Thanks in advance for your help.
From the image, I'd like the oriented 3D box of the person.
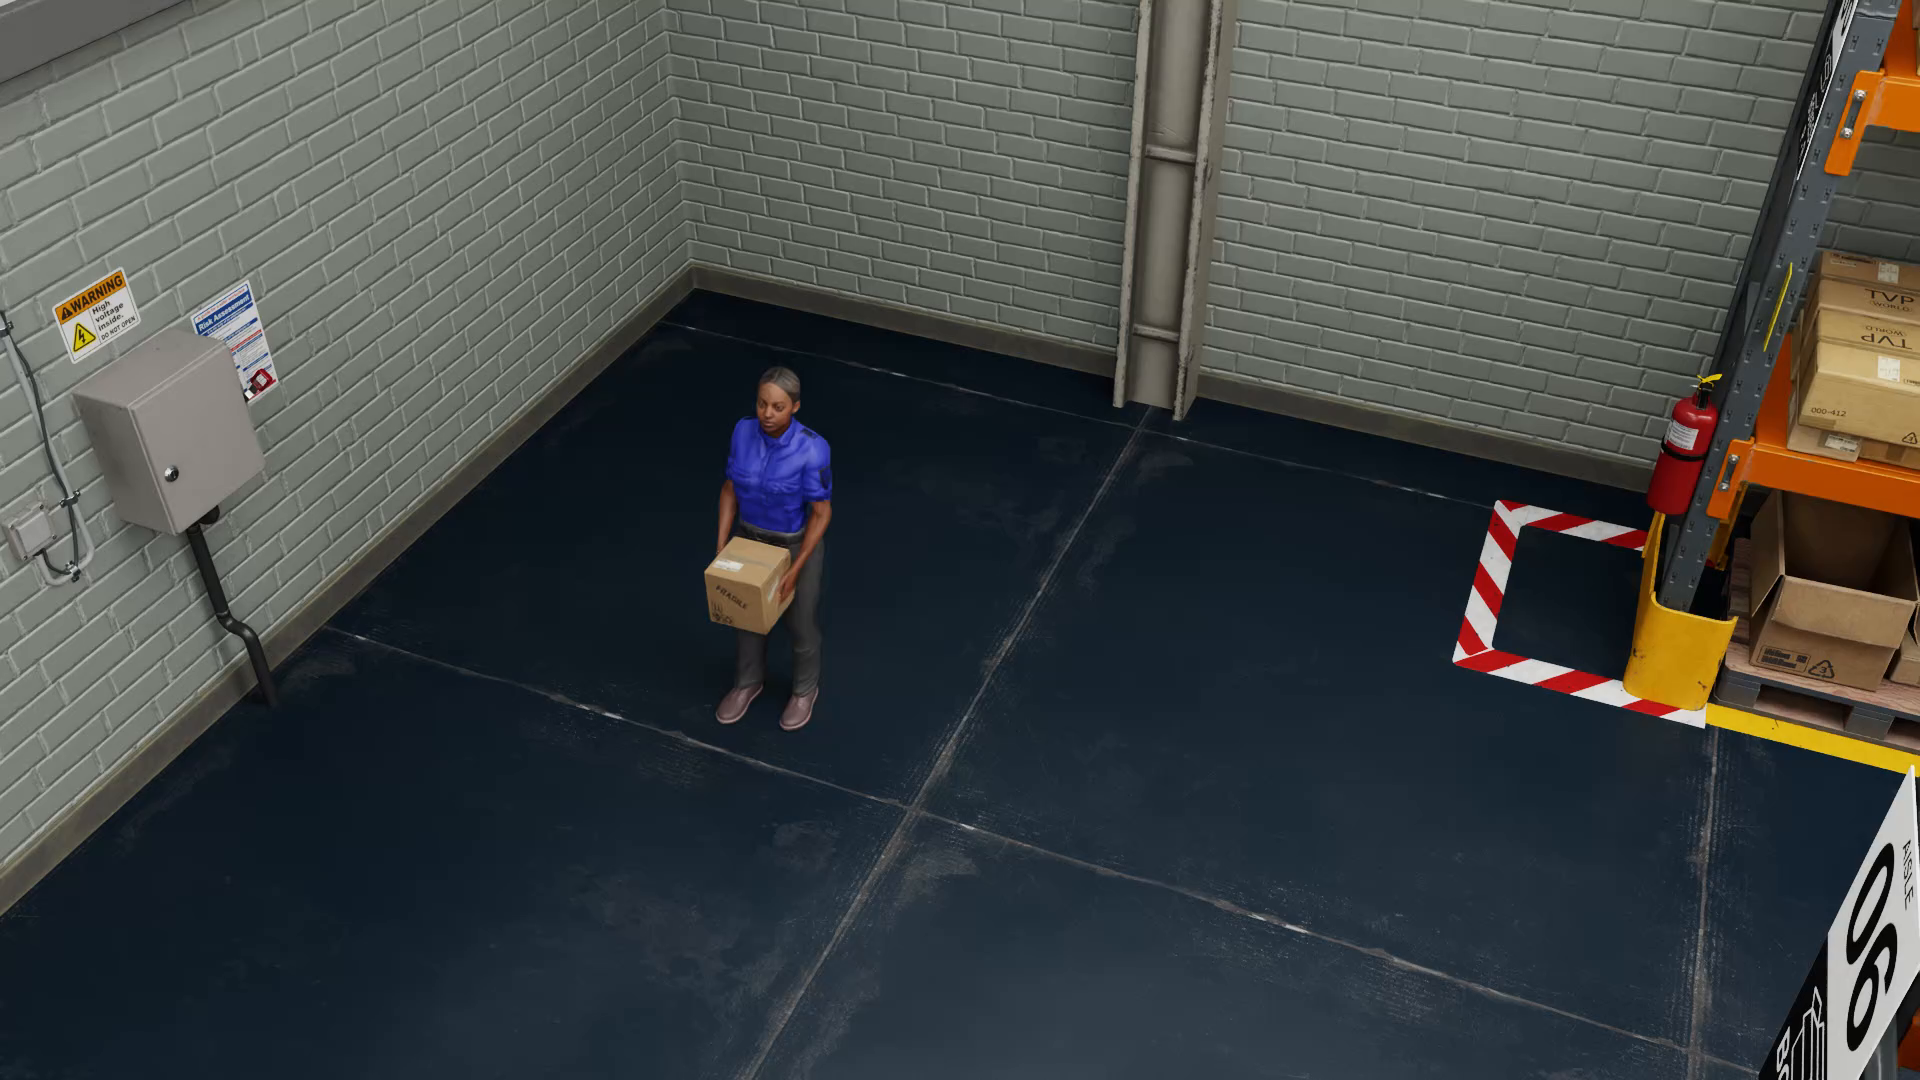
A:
[{"bbox_3d":[-0.761,0.068,6.732,0.512,1.658,0.441,14,40,17],"label":"person"}]
